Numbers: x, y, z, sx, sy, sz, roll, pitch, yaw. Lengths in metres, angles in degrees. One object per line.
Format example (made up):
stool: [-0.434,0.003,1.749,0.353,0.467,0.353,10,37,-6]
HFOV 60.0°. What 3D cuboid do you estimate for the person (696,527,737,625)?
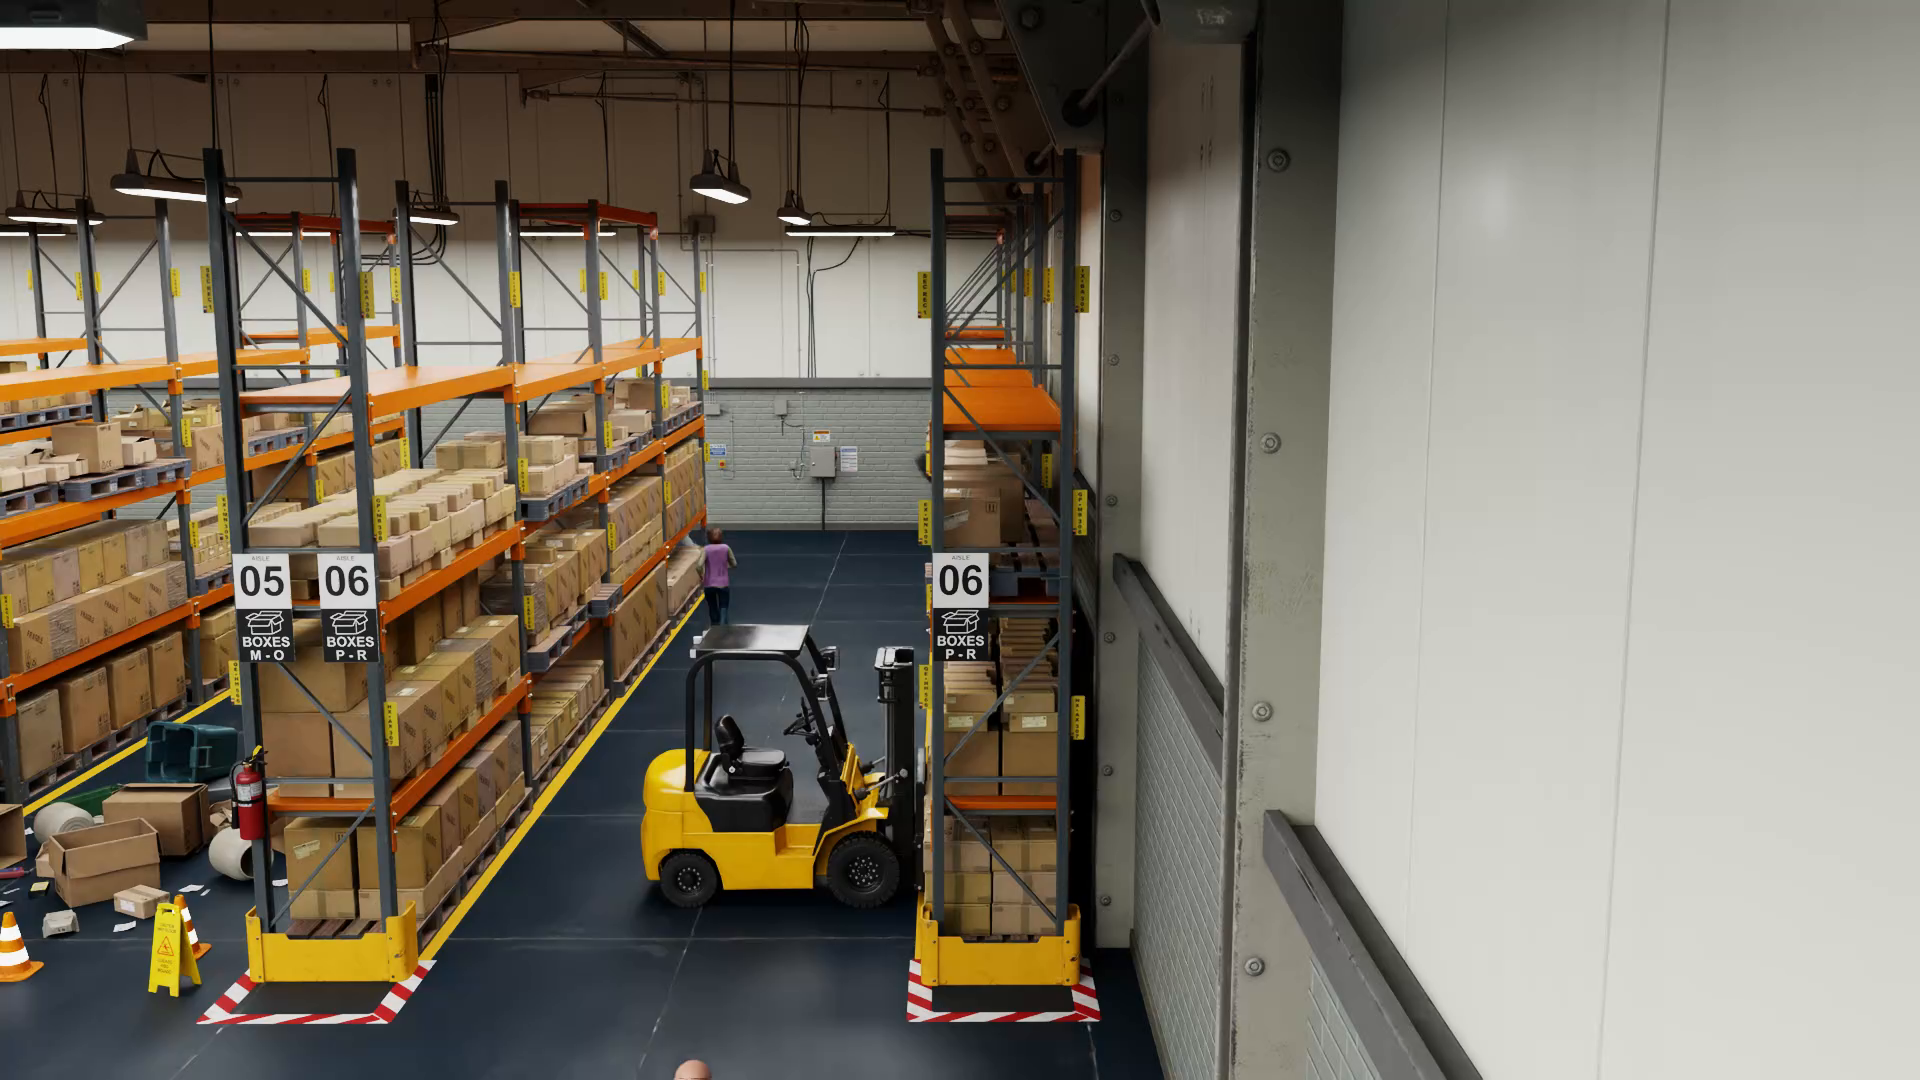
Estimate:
person: [-3.196,0.613,21.871,0.546,1.576,0.616,-2,9,-12]

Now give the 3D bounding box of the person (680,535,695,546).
person: [-5.066,-0.372,29.273,0.905,1.804,0.695,2,9,14]

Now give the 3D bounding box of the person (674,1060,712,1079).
person: [-1.150,3.138,7.546,0.682,1.716,0.810,-1,9,-5]
